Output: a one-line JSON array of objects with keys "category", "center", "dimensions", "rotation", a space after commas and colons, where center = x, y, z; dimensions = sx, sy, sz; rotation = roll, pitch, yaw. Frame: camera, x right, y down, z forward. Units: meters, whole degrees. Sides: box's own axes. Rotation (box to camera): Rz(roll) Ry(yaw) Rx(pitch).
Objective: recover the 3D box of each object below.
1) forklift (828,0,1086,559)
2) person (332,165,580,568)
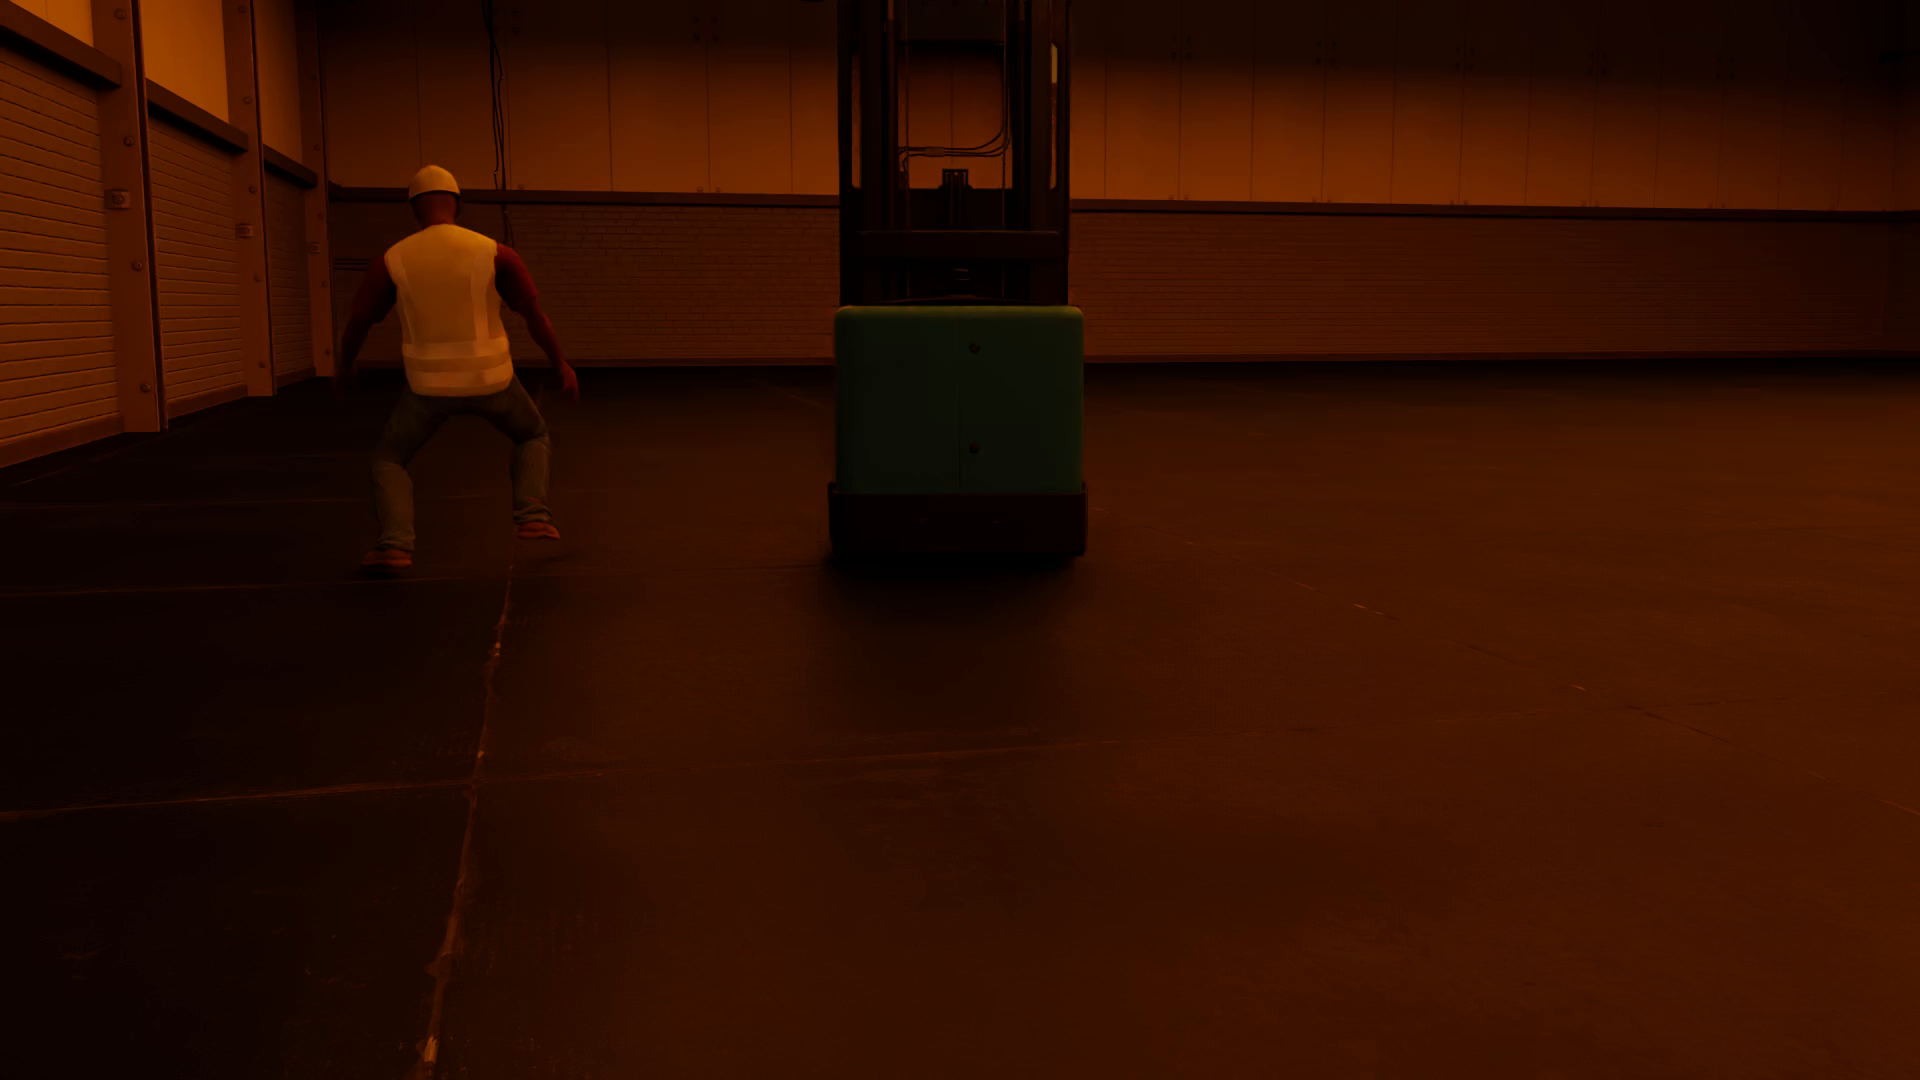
[{"category": "forklift", "center": [-0.034, -1.539, 8.131], "dimensions": [1.130, 2.935, 3.031], "rotation": [0, 8, -1]}, {"category": "person", "center": [-2.078, -0.715, 6.819], "dimensions": [1.002, 1.605, 0.636], "rotation": [-1, 8, -9]}]
